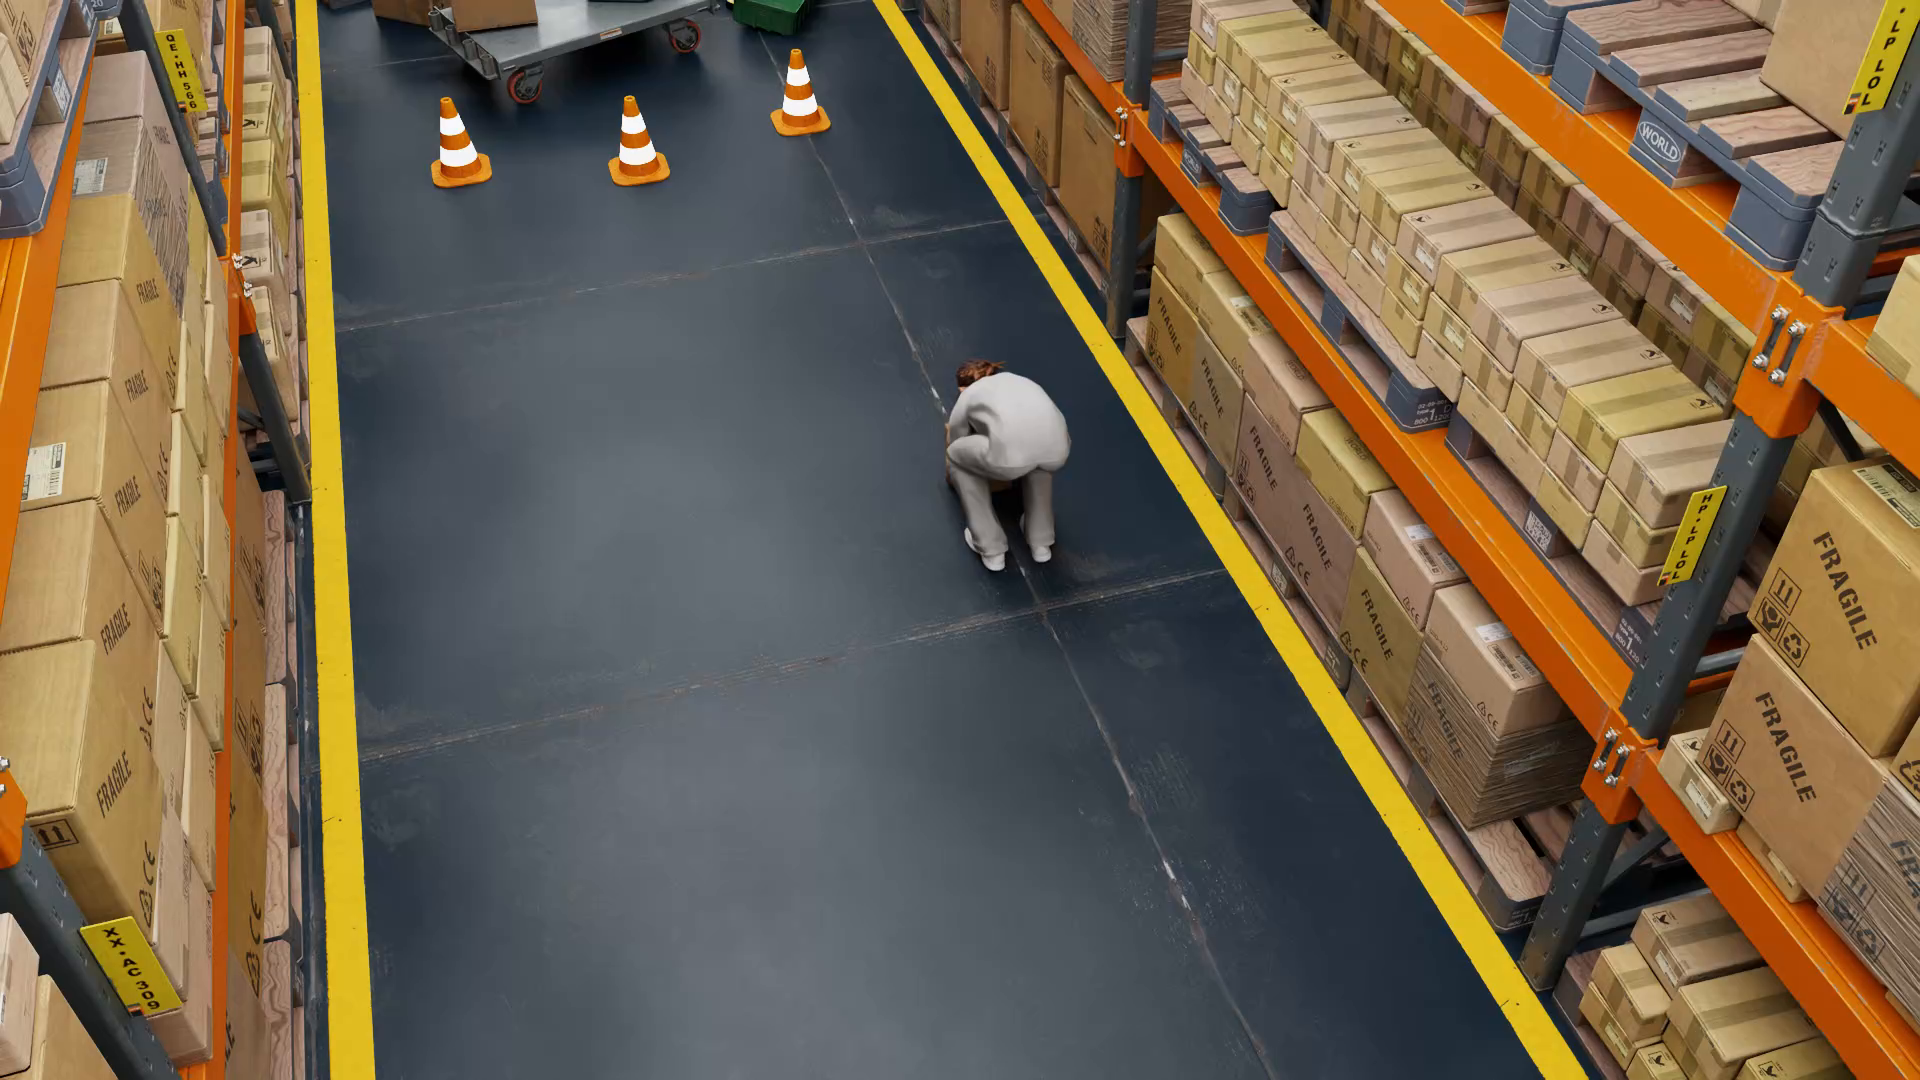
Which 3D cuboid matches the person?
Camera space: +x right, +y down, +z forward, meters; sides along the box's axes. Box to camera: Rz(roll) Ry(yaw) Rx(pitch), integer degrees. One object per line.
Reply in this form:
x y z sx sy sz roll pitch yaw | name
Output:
0.173 -0.383 7.190 0.476 0.852 0.852 -14 44 -14 | person
